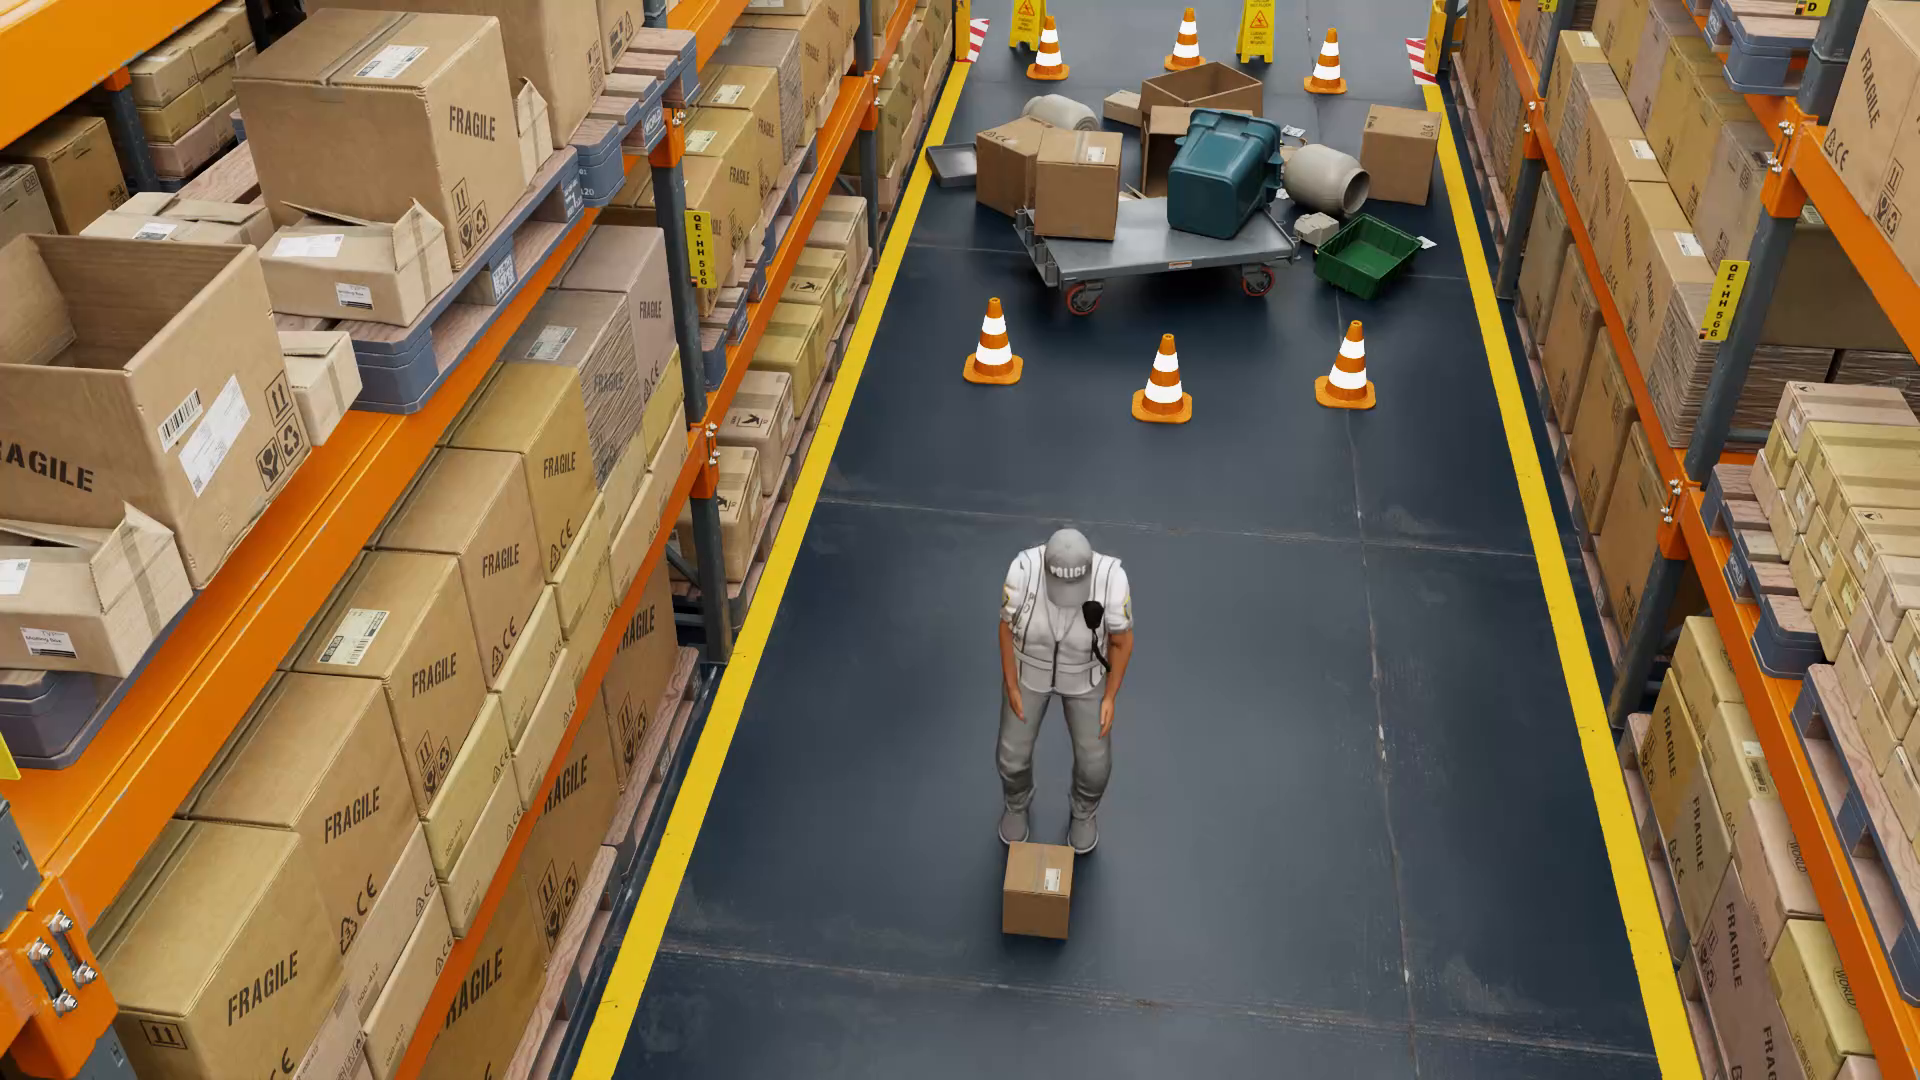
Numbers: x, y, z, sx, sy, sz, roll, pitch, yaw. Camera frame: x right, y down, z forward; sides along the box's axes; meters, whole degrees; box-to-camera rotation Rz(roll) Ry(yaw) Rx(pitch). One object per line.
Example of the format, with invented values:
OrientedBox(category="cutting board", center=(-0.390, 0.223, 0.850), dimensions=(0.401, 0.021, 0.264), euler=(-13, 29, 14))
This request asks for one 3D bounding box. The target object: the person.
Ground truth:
OrientedBox(category="person", center=(0.391, 0.734, 6.432), dimensions=(0.539, 1.207, 0.806), euler=(4, 37, 6))
